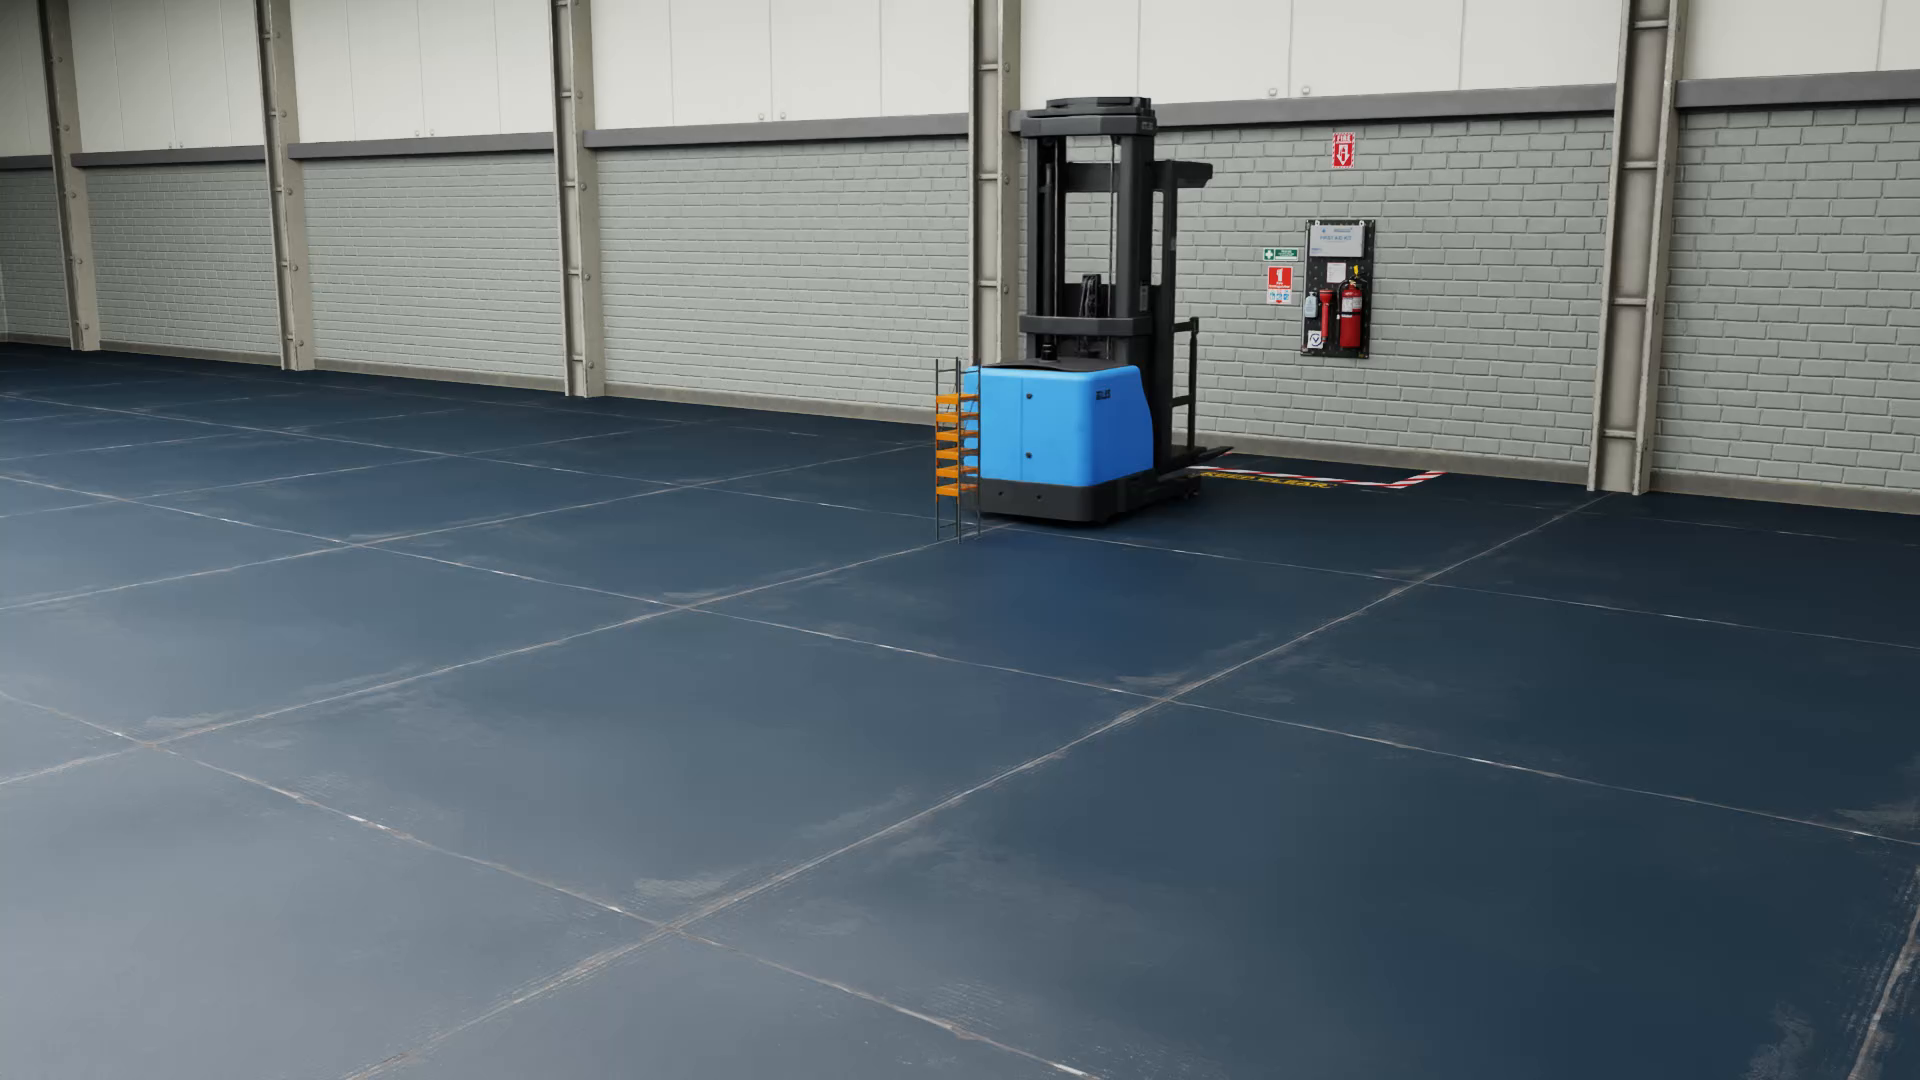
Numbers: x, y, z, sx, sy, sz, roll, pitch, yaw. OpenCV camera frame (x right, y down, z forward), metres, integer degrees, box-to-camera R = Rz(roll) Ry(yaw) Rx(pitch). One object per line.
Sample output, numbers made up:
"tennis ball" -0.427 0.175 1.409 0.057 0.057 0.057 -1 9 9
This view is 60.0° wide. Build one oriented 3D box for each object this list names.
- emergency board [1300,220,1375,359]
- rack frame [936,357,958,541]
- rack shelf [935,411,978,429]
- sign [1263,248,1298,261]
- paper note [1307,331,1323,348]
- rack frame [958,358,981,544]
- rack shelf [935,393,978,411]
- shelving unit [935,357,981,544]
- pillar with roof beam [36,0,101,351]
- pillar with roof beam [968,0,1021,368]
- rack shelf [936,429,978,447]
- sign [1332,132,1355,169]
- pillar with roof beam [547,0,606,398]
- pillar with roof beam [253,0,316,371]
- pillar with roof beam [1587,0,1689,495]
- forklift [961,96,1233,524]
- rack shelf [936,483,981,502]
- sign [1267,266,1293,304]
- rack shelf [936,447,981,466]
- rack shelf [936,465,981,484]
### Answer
"emergency board" 3.197 -2.147 14.232 0.643 1.169 0.194 8 13 36
"rack frame" -0.085 -0.601 10.977 0.006 1.200 0.240 8 13 36
"rack shelf" -0.012 -0.783 10.887 0.180 0.103 0.258 8 13 36
"sign" 2.811 -2.501 14.571 0.331 0.109 0.001 8 13 36
"paper note" 3.095 -1.745 14.473 0.142 0.148 0.016 8 13 36
"rack frame" 0.062 -0.580 10.871 0.006 1.200 0.240 8 13 36
"rack shelf" -0.012 -0.901 10.864 0.180 0.103 0.258 8 13 36
"shelving unit" -0.012 -0.591 10.924 0.189 1.200 0.258 8 13 36
"pillar with roof beam" -16.726 -6.848 22.736 0.400 9.000 9.100 8 13 36
"pillar with roof beam" -2.218 -4.824 12.276 0.400 9.000 9.100 8 13 36
"rack shelf" -0.012 -0.665 10.910 0.180 0.103 0.258 8 13 36
"sign" 3.249 -3.302 14.095 0.199 0.298 0.001 8 13 36
"pillar with roof beam" -7.054 -5.499 15.762 0.400 9.000 9.100 8 13 36
"pillar with roof beam" -11.890 -6.174 19.249 0.400 9.000 9.100 8 13 36
"pillar with roof beam" 2.618 -4.150 8.789 0.400 9.000 9.100 8 13 36
"forklift" 1.204 -1.783 12.527 1.130 2.935 3.031 7 13 31
"rack shelf" -0.012 -0.311 10.978 0.180 0.103 0.258 8 13 36
"sign" 2.812 -2.243 14.631 0.234 0.329 0.001 8 13 36
"rack shelf" -0.012 -0.547 10.933 0.180 0.103 0.258 8 13 36
"rack shelf" -0.012 -0.429 10.955 0.180 0.103 0.258 8 13 36
